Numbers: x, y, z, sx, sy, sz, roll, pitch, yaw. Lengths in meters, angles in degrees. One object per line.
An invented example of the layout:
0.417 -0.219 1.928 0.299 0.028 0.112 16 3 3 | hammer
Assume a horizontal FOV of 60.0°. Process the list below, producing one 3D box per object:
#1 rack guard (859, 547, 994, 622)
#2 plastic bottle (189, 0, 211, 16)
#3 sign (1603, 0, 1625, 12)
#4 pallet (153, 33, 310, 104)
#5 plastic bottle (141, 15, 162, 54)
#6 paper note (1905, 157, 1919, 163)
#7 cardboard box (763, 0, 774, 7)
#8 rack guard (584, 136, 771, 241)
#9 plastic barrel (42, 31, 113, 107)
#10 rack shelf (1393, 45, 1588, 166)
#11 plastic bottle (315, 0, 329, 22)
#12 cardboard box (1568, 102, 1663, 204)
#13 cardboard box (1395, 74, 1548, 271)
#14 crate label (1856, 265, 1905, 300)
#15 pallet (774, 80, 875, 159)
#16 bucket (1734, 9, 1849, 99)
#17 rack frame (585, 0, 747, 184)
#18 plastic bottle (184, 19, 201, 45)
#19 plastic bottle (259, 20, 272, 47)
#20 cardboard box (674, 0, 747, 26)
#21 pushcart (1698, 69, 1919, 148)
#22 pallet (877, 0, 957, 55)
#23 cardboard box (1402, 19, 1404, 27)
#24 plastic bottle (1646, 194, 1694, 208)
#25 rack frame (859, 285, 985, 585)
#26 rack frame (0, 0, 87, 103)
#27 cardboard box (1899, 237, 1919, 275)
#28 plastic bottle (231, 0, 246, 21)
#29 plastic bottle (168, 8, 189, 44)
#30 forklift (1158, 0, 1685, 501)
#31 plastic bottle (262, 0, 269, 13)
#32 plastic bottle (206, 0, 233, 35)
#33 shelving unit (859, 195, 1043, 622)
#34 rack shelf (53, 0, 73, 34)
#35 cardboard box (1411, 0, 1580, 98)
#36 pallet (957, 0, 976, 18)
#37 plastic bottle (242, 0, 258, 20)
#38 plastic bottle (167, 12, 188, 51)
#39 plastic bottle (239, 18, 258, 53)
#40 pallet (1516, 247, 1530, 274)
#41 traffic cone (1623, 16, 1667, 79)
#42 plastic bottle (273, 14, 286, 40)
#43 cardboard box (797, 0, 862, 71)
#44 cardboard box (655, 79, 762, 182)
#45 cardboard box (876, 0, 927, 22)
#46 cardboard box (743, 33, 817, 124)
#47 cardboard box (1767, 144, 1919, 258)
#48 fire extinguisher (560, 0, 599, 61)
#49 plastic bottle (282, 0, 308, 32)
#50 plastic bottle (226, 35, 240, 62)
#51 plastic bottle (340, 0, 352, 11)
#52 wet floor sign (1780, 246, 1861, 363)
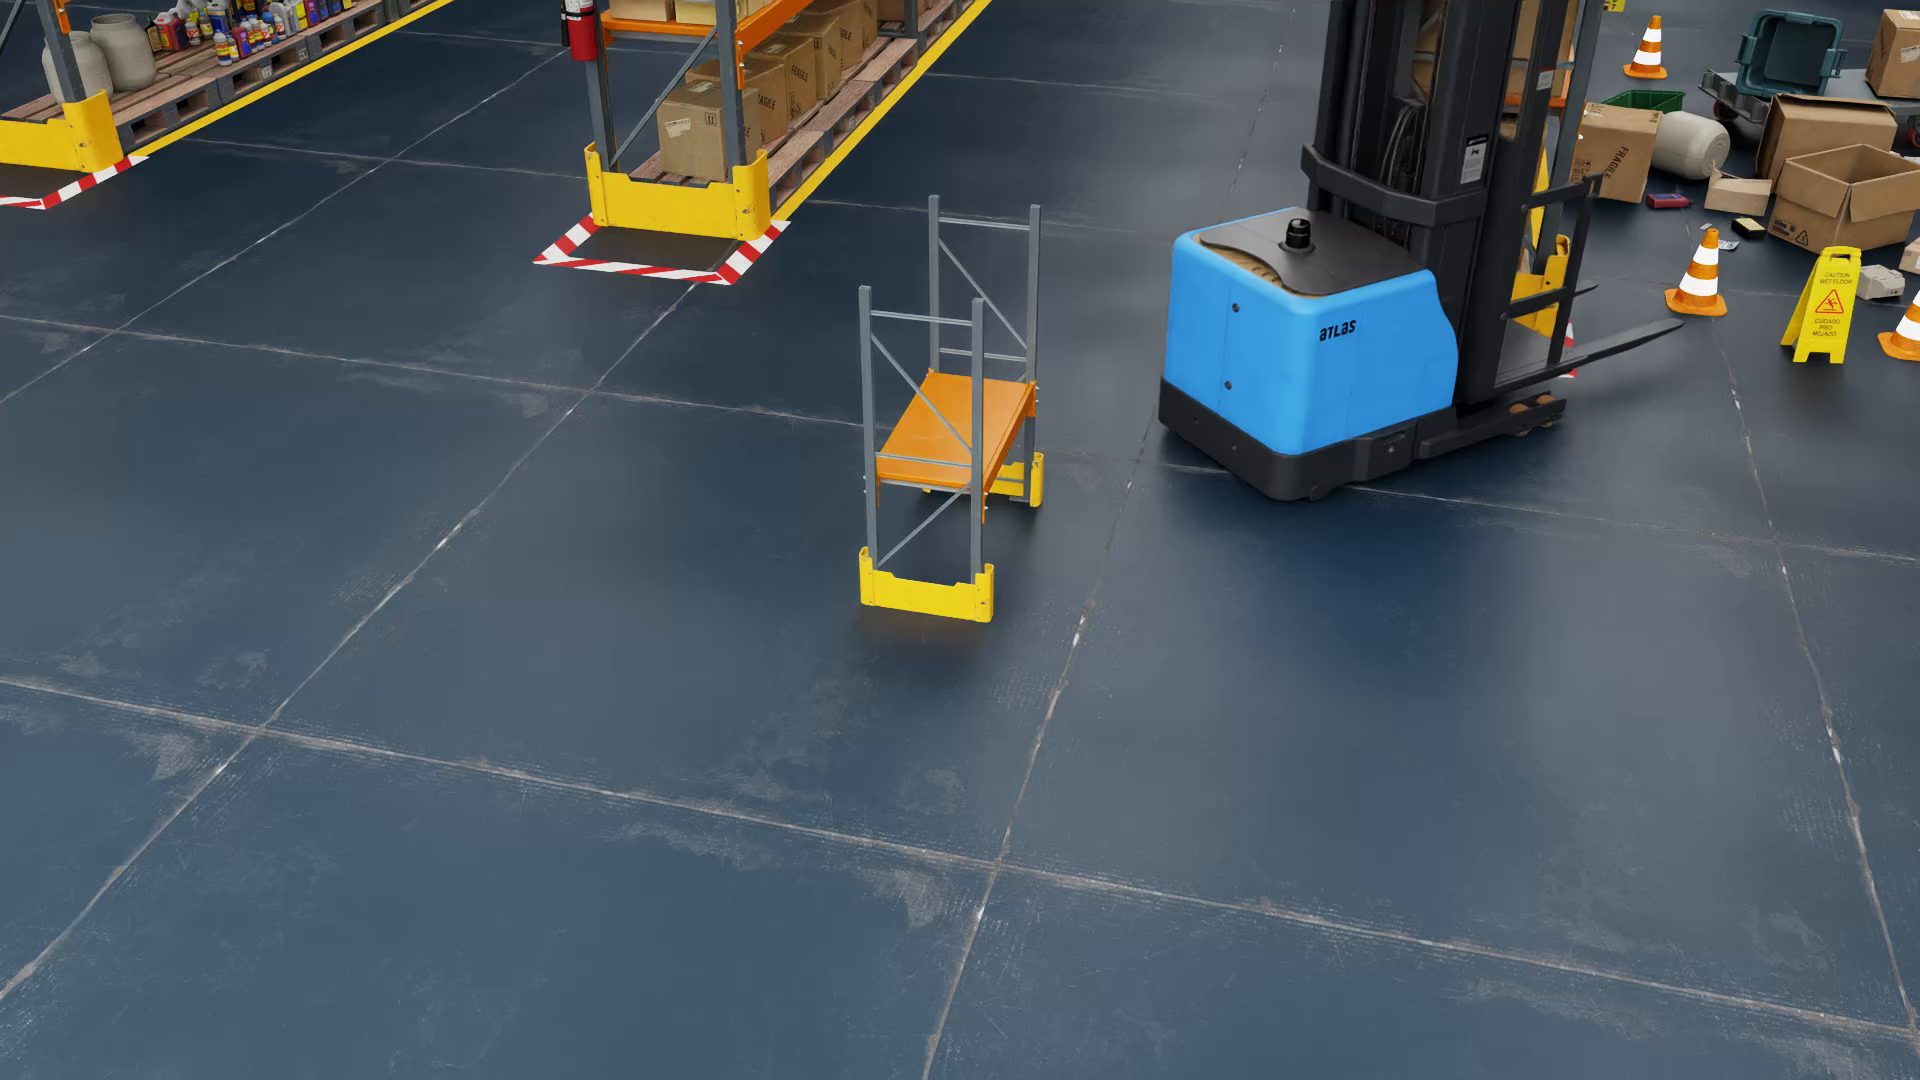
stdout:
-0.146 0.192 7.214 0.587 0.250 0.087 8 33 12 | rack guard
-6.405 -4.468 14.042 0.144 0.351 0.185 8 33 12 | plastic bottle
3.440 -2.924 8.672 0.100 0.325 0.005 8 33 12 | sign
-6.161 -3.927 13.730 1.003 0.211 1.213 8 33 12 | pallet
-6.604 -4.121 13.558 0.061 0.283 0.133 9 33 14 | plastic bottle
6.949 -2.762 12.066 0.148 0.019 0.142 8 33 12 | paper note
-1.404 -3.596 10.844 0.380 0.149 0.250 8 33 12 | cardboard box
-1.848 -2.316 10.927 1.175 0.500 0.348 8 33 12 | rack guard
-6.565 -3.485 12.364 0.421 0.512 0.421 0 32 0 | plastic barrel
3.412 -3.338 10.875 1.077 0.370 4.000 8 33 12 | rack shelf
-5.576 -4.676 14.369 0.144 0.351 0.185 6 33 10 | plastic bottle
4.519 -2.680 11.498 0.500 0.500 0.500 14 35 21 | cardboard box
3.013 -2.245 10.075 0.875 0.875 0.875 8 33 13 | cardboard box
5.559 -1.564 10.083 0.250 0.136 0.298 -8 33 -13 | crate label
-1.296 -3.242 12.653 1.003 0.211 1.213 8 33 12 | pallet
6.115 -3.555 12.180 0.726 0.611 0.620 20 28 29 | bucket
-1.867 -3.331 10.194 1.000 3.000 0.127 8 33 12 | rack frame
-6.365 -4.215 13.783 0.097 0.201 0.097 0 32 0 | plastic bottle
-5.759 -4.190 13.743 0.097 0.201 0.097 0 32 0 | plastic bottle
-1.564 -3.341 10.443 0.380 0.149 0.250 8 33 12 | cardboard box
6.515 -3.236 12.488 1.648 0.377 0.936 -3 33 -4 | pushcart
-0.656 -4.635 14.843 1.003 0.211 1.213 8 33 12 | pallet
3.467 -3.175 11.537 0.875 0.875 0.875 8 33 13 | cardboard box
4.839 -2.311 11.329 0.283 0.061 0.133 -3 33 -4 | plastic bottle
-0.151 -0.325 6.863 0.500 1.500 0.032 8 33 12 | rack frame
-6.658 -4.006 11.255 1.000 3.000 0.127 8 33 12 | rack frame
6.097 -1.734 10.339 0.380 0.149 0.250 28 42 36 | cardboard box
-6.297 -4.689 14.389 0.144 0.351 0.185 7 33 10 | plastic bottle
-6.490 -4.254 13.774 0.152 0.276 0.135 7 33 11 | plastic bottle
2.556 -1.997 8.159 3.031 2.935 1.130 -18 36 -25 | forklift
-5.806 -4.411 14.014 0.061 0.283 0.133 8 33 12 | plastic bottle
-6.255 -4.430 14.051 0.152 0.276 0.135 8 33 12 | plastic bottle
-0.019 -0.593 7.285 0.587 1.500 1.083 8 33 12 | shelving unit
-6.150 -4.740 13.081 1.077 0.370 4.000 8 33 12 | rack shelf
2.955 -2.866 9.322 0.875 0.550 0.550 8 33 12 | cardboard box
-0.348 -5.270 15.842 1.003 0.211 1.213 8 33 12 | pallet
-6.169 -4.662 14.420 0.097 0.271 0.097 0 32 0 | plastic bottle
-6.422 -4.171 13.636 0.061 0.283 0.133 8 33 12 | plastic bottle
-5.810 -4.116 13.562 0.097 0.271 0.097 0 32 0 | plastic bottle
3.032 -1.852 10.467 1.003 0.211 1.213 8 33 12 | pallet
5.721 -4.099 13.767 0.336 0.463 0.334 8 33 12 | traffic cone
-5.707 -4.297 13.911 0.097 0.201 0.097 0 32 0 | plastic bottle
-1.130 -4.029 13.230 0.500 0.500 0.500 19 37 27 | cardboard box
-1.693 -2.776 11.258 0.500 0.500 0.500 14 35 21 | cardboard box
-0.675 -4.854 14.509 0.700 0.500 0.500 6 33 9 | cardboard box
-1.397 -3.413 12.261 0.500 0.500 0.500 11 34 17 | cardboard box
5.715 -2.185 10.718 0.797 0.503 0.637 -14 35 -21 | cardboard box
-2.342 -3.302 10.220 0.296 0.674 0.183 8 33 12 | fire extinguisher
-5.658 -4.509 14.105 0.144 0.351 0.185 8 33 12 | plastic bottle
-5.870 -3.963 13.386 0.097 0.201 0.097 0 32 0 | plastic bottle
-5.446 -4.826 14.668 0.061 0.283 0.133 10 34 15 | plastic bottle
4.813 -1.326 9.234 0.267 0.644 0.232 3 33 4 | wet floor sign
